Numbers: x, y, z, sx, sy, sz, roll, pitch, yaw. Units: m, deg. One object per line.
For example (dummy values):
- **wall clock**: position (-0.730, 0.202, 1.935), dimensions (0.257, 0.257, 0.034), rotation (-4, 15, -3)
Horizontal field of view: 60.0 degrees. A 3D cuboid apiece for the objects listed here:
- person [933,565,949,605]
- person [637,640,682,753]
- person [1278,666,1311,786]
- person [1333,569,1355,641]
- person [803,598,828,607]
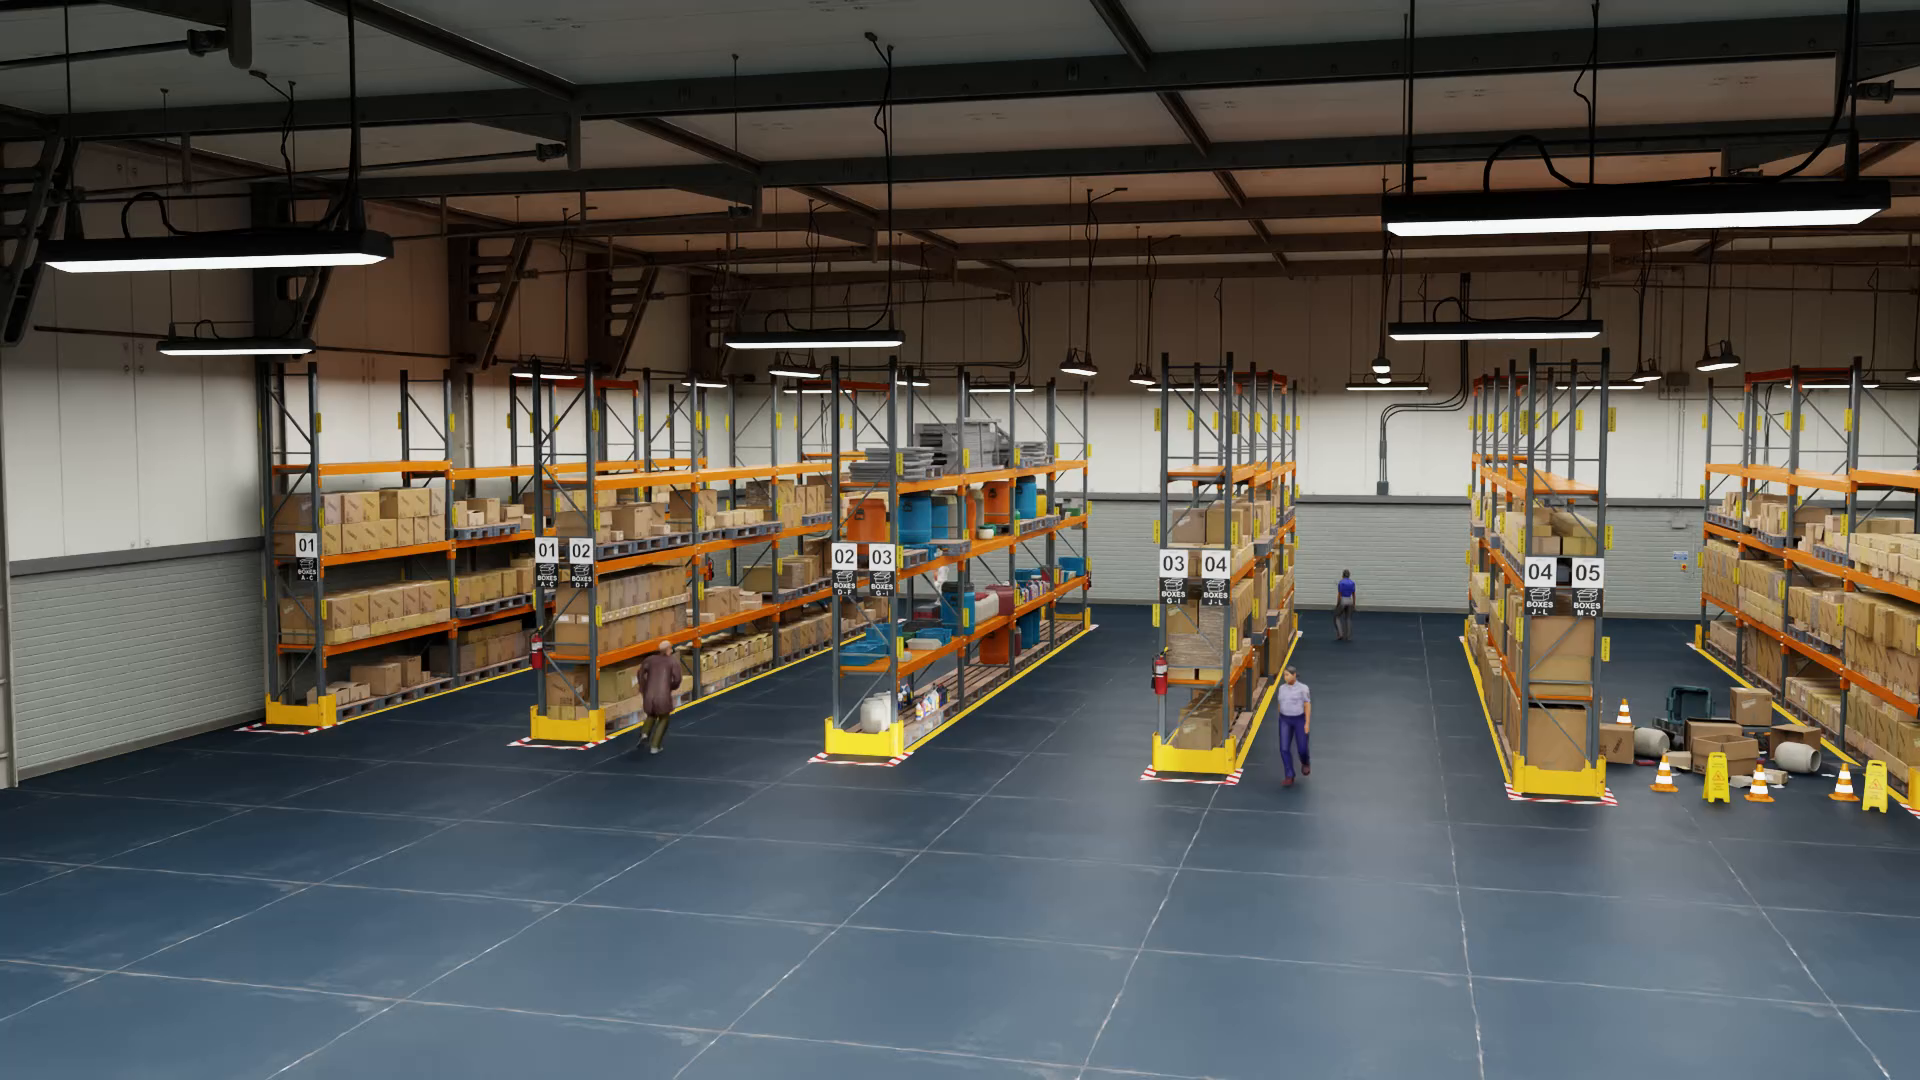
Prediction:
- **person**: position (-0.509, 1.096, 42.580), dimensions (0.472, 1.789, 0.577), rotation (1, 4, 13)
- **person**: position (-4.603, 2.384, 25.411), dimensions (0.700, 1.674, 0.825), rotation (1, 4, 16)
- **person**: position (4.651, 2.564, 23.148), dimensions (0.491, 1.624, 0.693), rotation (2, 5, 31)
- **person**: position (8.840, 1.505, 38.173), dimensions (0.495, 1.688, 0.389), rotation (-1, 4, -17)
- **person**: position (-3.863, 1.087, 44.733), dimensions (0.981, 1.505, 0.402), rotation (2, 4, 21)
